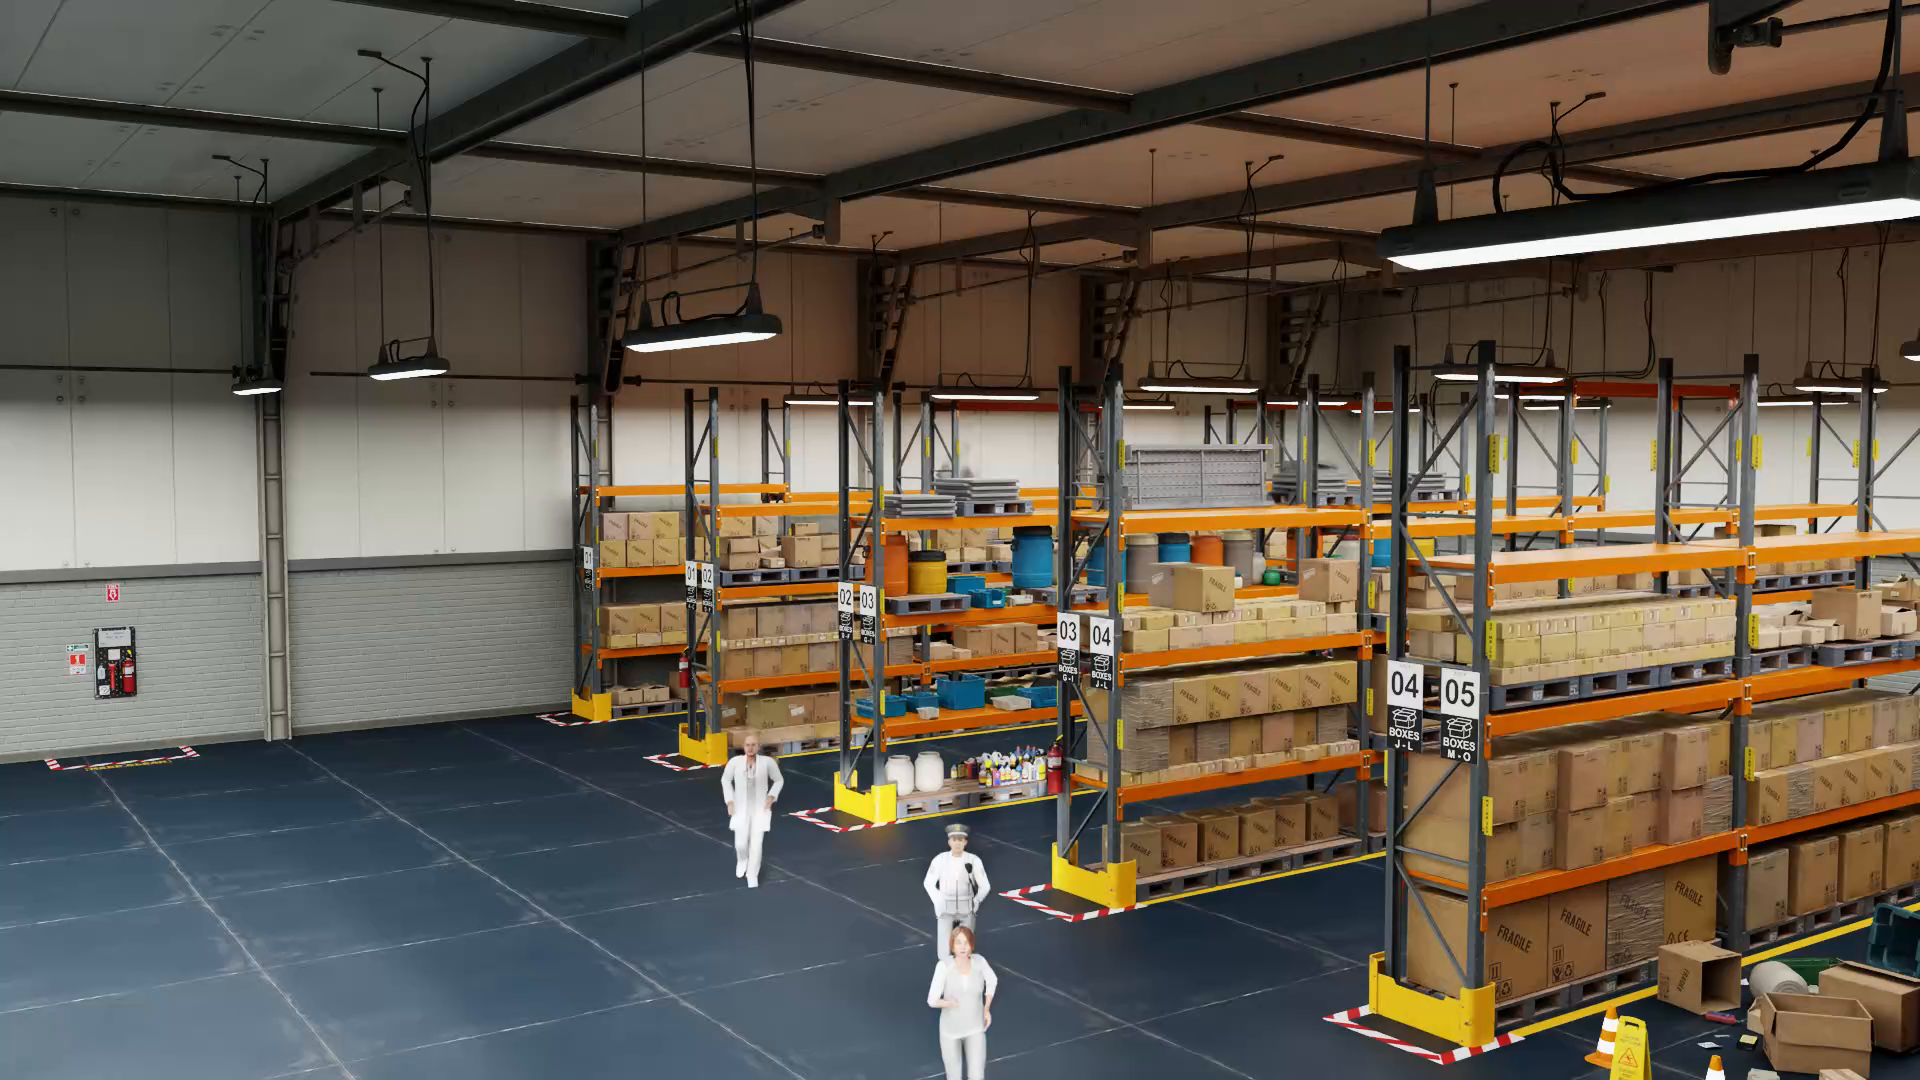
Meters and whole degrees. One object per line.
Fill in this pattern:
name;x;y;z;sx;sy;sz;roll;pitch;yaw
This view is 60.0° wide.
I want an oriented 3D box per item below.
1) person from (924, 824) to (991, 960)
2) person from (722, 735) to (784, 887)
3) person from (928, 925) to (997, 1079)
person;-0.024;3.420;15.271;0.614;1.642;0.569;0;3;0
person;-2.409;3.133;19.324;0.724;1.747;0.633;0;3;-5
person;0.021;3.626;12.148;0.516;1.635;0.678;0;3;-2
